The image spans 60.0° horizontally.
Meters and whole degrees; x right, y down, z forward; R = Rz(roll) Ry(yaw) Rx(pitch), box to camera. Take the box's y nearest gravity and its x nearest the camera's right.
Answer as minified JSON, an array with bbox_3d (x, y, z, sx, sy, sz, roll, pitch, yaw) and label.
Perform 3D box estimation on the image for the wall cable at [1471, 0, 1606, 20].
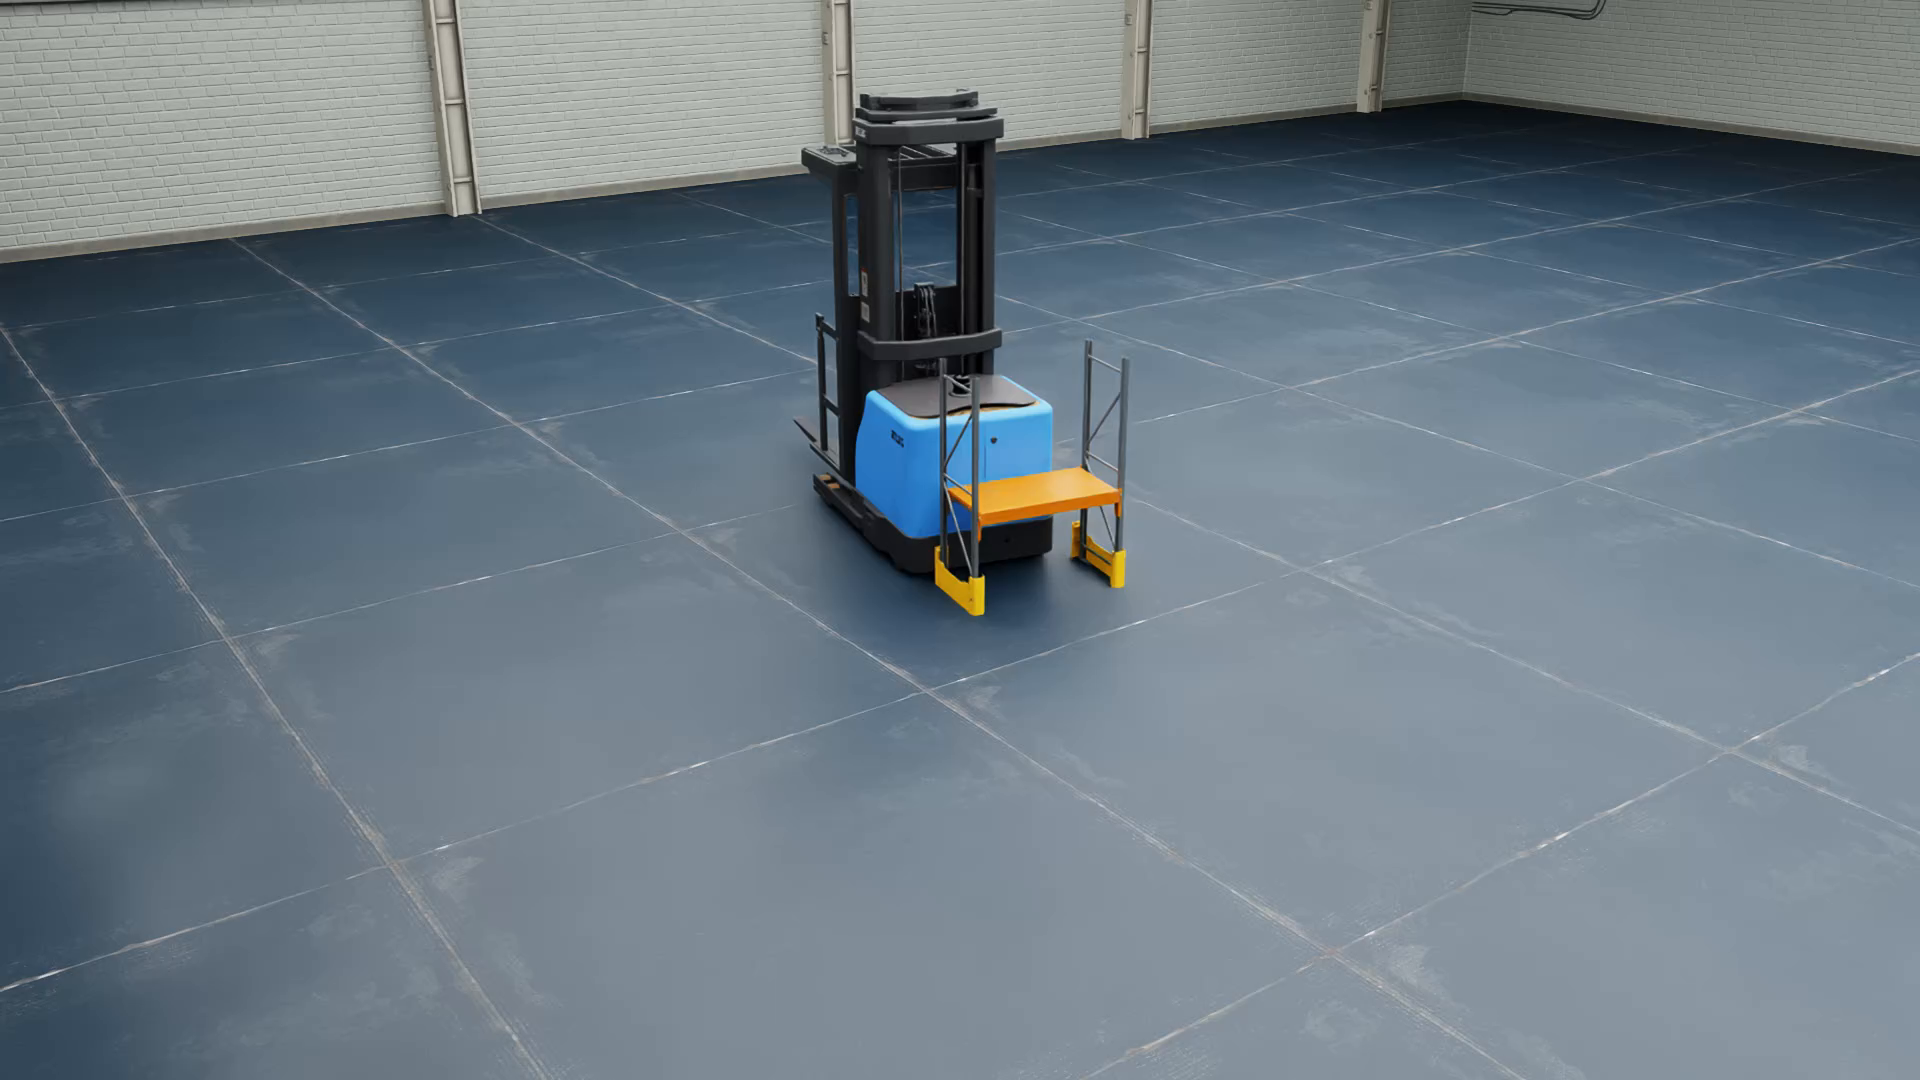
[{"bbox_3d":[11.075,-11.285,31.724,0.112,2.526,3.097,-15,26,-33],"label":"wall cable"}]

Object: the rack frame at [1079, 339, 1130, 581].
[{"bbox_3d":[0.913,-0.490,10.602,0.032,1.500,0.500,-10,24,-23],"label":"rack frame"}]

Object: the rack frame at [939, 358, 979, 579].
[{"bbox_3d":[-0.006,-0.329,10.198,0.032,1.500,0.500,-10,24,-23],"label":"rack frame"}]

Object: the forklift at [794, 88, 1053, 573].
[{"bbox_3d":[-0.425,-1.662,11.607,1.130,2.935,3.031,-9,23,-21],"label":"forklift"}]

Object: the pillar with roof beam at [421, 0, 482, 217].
[{"bbox_3d":[-4.186,-7.296,17.539,0.400,9.000,9.100,-15,26,-33],"label":"pillar with roof beam"}]

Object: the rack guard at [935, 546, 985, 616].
[{"bbox_3d":[-0.005,0.251,10.430,0.087,0.250,0.587,-10,24,-23],"label":"rack guard"}]

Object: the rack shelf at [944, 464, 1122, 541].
[{"bbox_3d":[0.453,-0.243,10.466,1.000,0.185,0.538,-10,24,-23],"label":"rack shelf"}]

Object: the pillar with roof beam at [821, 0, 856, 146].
[{"bbox_3d":[0.685,-8.595,20.793,0.400,9.000,9.100,-15,26,-33],"label":"pillar with roof beam"}]

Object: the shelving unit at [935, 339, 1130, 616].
[{"bbox_3d":[0.445,-0.408,10.396,1.083,1.500,0.587,-10,24,-23],"label":"shelving unit"}]

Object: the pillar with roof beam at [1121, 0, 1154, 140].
[{"bbox_3d":[5.555,-9.893,24.048,0.400,9.000,9.100,-15,26,-33],"label":"pillar with roof beam"}]

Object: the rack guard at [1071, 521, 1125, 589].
[{"bbox_3d":[0.895,0.093,10.825,0.087,0.250,0.587,-10,24,-23],"label":"rack guard"}]

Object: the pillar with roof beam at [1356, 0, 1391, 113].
[{"bbox_3d":[10.426,-11.192,27.302,0.400,9.000,9.100,-15,26,-33],"label":"pillar with roof beam"}]
